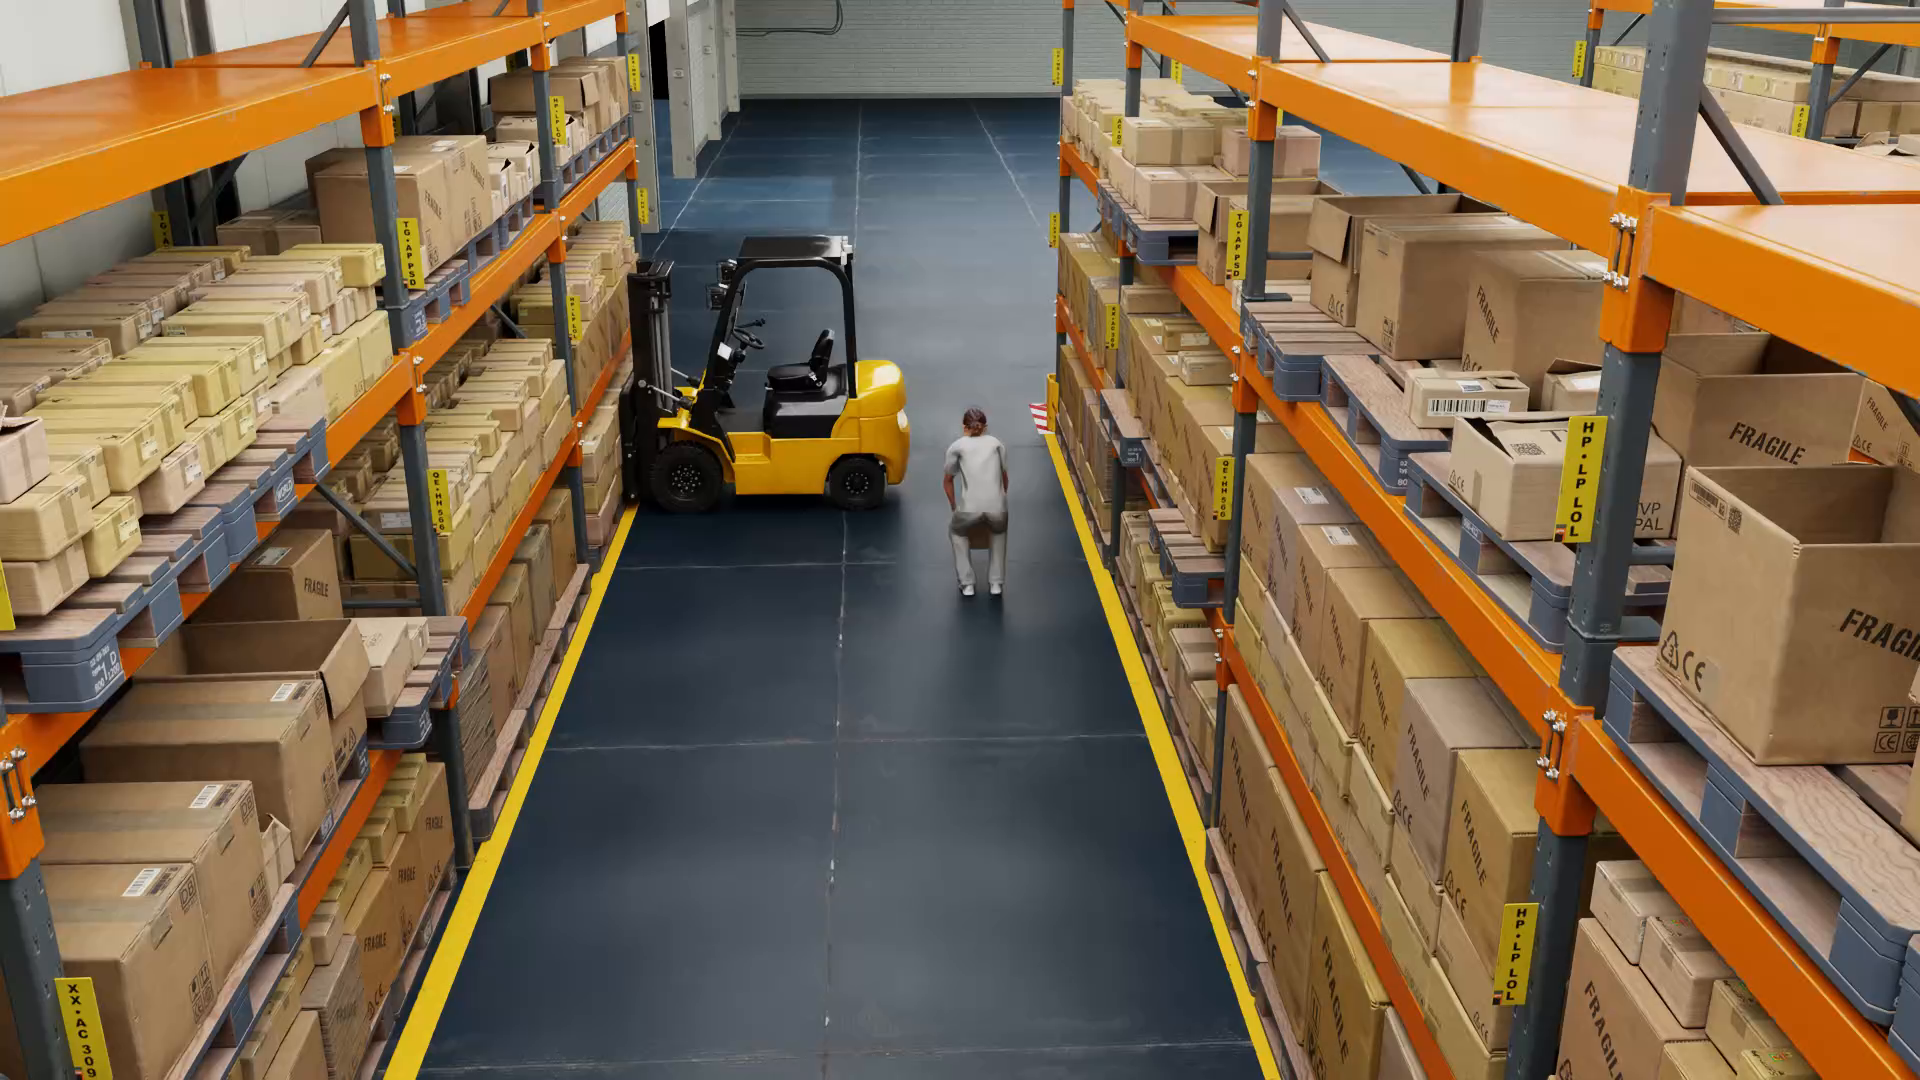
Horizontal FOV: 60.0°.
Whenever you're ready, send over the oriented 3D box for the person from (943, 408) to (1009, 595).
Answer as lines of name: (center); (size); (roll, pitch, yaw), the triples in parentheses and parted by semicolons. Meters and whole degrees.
person: (0.121, -0.269, 12.295); (0.491, 1.335, 0.665); (-1, 20, -3)
